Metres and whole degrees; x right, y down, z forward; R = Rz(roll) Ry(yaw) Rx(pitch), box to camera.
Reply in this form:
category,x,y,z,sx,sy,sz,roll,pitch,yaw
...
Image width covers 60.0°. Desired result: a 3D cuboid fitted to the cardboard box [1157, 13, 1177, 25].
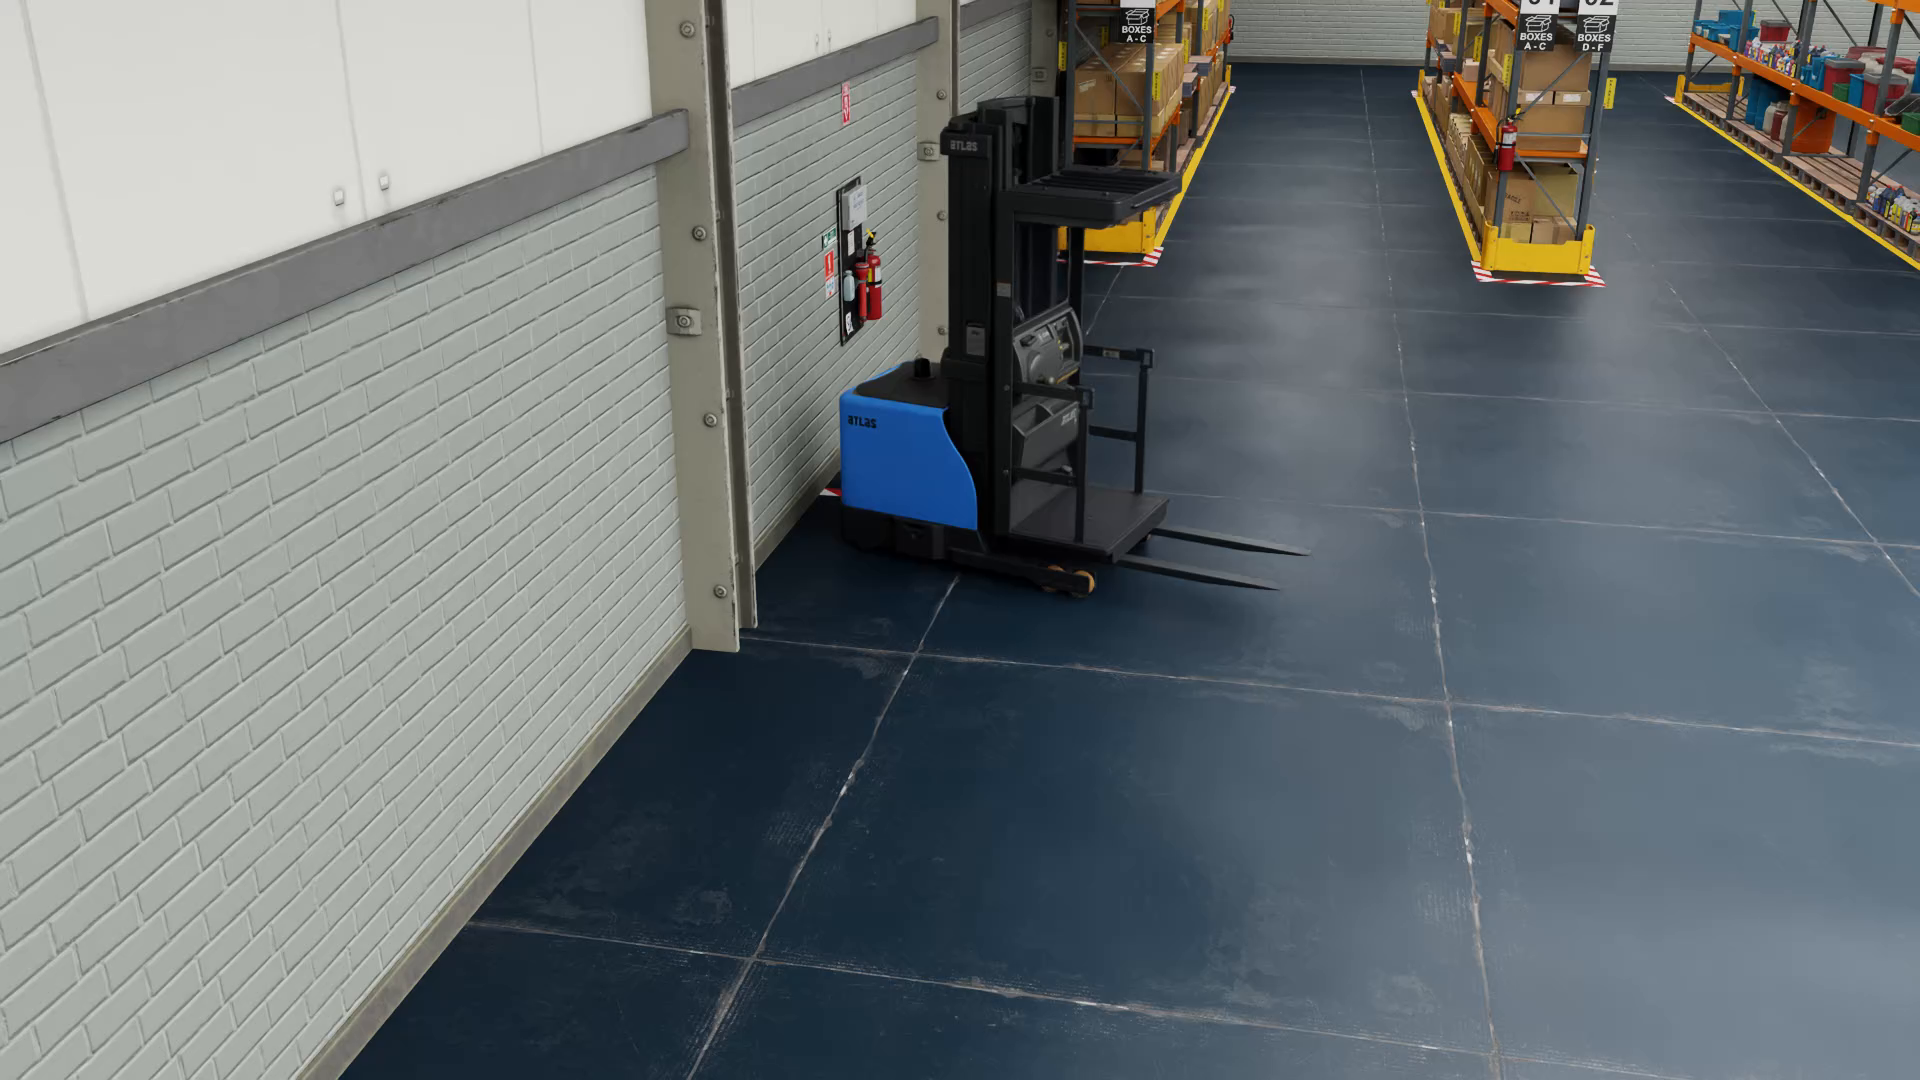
category,x,y,z,sx,sy,sz,roll,pitch,yaw
cardboard box,3.276,-8.115,25.897,0.380,0.149,0.250,1,22,2

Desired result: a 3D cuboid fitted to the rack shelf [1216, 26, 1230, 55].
category,x,y,z,sx,sy,sz,roll,pitch,yaw
rack shelf,4.593,-9.671,32.315,1.077,0.370,4.000,4,22,11

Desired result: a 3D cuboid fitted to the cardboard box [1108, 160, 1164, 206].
category,x,y,z,sx,sy,sz,roll,pitch,yaw
cardboard box,2.280,-4.649,21.638,0.700,0.500,0.500,3,22,8

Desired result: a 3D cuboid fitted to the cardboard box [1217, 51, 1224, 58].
category,x,y,z,sx,sy,sz,roll,pitch,yaw
cardboard box,5.108,-9.748,33.459,0.380,0.149,0.250,4,22,10

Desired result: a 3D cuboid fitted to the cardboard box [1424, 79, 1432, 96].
category,x,y,z,sx,sy,sz,roll,pitch,yaw
cardboard box,9.259,-8.746,32.146,0.500,0.250,0.500,4,22,11

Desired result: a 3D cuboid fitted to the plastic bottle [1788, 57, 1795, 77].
category,x,y,z,sx,sy,sz,roll,pitch,yaw
plastic bottle,12.779,-7.266,25.537,0.061,0.283,0.133,4,22,11

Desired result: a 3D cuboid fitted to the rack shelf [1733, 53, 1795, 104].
category,x,y,z,sx,sy,sz,roll,pitch,yaw
rack shelf,13.475,-7.453,26.808,1.077,0.370,4.000,4,22,11

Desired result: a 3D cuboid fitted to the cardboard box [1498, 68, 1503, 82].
category,x,y,z,sx,sy,sz,roll,pitch,yaw
cardboard box,6.899,-5.764,20.648,0.380,0.149,0.250,4,22,9

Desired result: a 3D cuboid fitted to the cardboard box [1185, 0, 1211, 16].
category,x,y,z,sx,sy,sz,roll,pitch,yaw
cardboard box,3.921,-8.878,27.821,0.500,0.250,0.500,5,22,11

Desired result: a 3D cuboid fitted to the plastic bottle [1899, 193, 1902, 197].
category,x,y,z,sx,sy,sz,roll,pitch,yaw
plastic bottle,11.769,-4.205,20.844,0.097,0.271,0.097,0,22,0

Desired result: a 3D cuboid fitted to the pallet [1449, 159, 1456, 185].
category,x,y,z,sx,sy,sz,roll,pitch,yaw
pallet,7.762,-5.398,24.474,1.003,0.211,1.213,4,22,11

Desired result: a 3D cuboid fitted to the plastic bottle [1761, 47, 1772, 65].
category,x,y,z,sx,sy,sz,roll,pitch,yaw
plastic bottle,13.180,-7.897,27.113,0.152,0.276,0.135,4,22,11

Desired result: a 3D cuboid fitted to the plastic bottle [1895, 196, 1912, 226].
category,x,y,z,sx,sy,sz,roll,pitch,yaw
plastic bottle,11.517,-4.012,20.257,0.144,0.351,0.185,5,23,13

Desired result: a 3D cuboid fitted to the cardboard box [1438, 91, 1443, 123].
category,x,y,z,sx,sy,sz,roll,pitch,yaw
cardboard box,8.491,-7.406,28.483,0.500,0.500,0.500,5,22,12

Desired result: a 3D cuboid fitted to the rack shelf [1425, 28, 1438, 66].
category,x,y,z,sx,sy,sz,roll,pitch,yaw
rack shelf,9.443,-9.295,31.381,1.077,0.370,4.000,4,22,11

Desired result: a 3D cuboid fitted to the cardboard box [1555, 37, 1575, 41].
category,x,y,z,sx,sy,sz,roll,pitch,yaw
cardboard box,6.807,-5.539,19.221,0.700,0.500,0.500,4,22,10

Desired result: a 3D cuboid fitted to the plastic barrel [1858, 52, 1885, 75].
category,x,y,z,sx,sy,sz,roll,pitch,yaw
plastic barrel,13.066,-6.715,23.862,0.421,0.512,0.421,0,22,0

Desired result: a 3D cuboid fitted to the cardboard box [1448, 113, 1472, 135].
category,x,y,z,sx,sy,sz,roll,pitch,yaw
cardboard box,7.824,-6.445,25.709,0.500,0.311,0.500,5,23,13

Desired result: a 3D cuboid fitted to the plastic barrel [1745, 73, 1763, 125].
category,x,y,z,sx,sy,sz,roll,pitch,yaw
plastic barrel,13.756,-7.542,28.312,0.600,0.901,0.708,4,22,11

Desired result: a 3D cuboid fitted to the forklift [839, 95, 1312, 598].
category,x,y,z,sx,sy,sz,roll,pitch,yaw
forklift,0.740,-1.224,10.468,3.031,2.935,1.130,11,24,25

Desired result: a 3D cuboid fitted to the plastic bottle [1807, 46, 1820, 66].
category,x,y,z,sx,sy,sz,roll,pitch,yaw
plastic bottle,13.615,-7.694,26.508,0.144,0.351,0.185,4,22,11

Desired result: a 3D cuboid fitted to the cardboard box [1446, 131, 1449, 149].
category,x,y,z,sx,sy,sz,roll,pitch,yaw
cardboard box,7.824,-6.185,25.813,0.500,0.250,0.500,4,22,11

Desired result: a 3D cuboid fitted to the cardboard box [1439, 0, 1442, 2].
category,x,y,z,sx,sy,sz,roll,pitch,yaw
cardboard box,8.987,-9.800,30.199,0.500,0.500,0.500,4,22,10

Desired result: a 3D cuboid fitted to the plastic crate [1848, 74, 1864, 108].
category,x,y,z,sx,sy,sz,roll,pitch,yaw
plastic crate,12.172,-6.012,22.289,0.392,0.384,0.575,4,22,11

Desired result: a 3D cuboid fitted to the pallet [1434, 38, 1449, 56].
category,x,y,z,sx,sy,sz,roll,pitch,yaw
pallet,8.765,-8.524,28.761,1.003,0.211,1.213,4,22,11

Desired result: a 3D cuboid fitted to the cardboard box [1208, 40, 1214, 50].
category,x,y,z,sx,sy,sz,roll,pitch,yaw
cardboard box,4.271,-8.735,29.336,0.380,0.149,0.250,4,22,11

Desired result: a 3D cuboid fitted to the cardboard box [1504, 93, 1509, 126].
category,x,y,z,sx,sy,sz,roll,pitch,yaw
cardboard box,6.904,-5.098,19.864,0.700,0.500,0.500,5,22,11

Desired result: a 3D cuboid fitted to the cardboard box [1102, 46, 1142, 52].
category,x,y,z,sx,sy,sz,roll,pitch,yaw
cardboard box,2.143,-6.291,22.128,0.500,0.500,0.500,4,22,11

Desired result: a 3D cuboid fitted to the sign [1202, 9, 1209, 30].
category,x,y,z,sx,sy,sz,roll,pitch,yaw
sign,3.902,-8.273,26.437,0.100,0.325,0.005,4,22,11

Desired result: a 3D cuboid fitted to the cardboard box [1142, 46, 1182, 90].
category,x,y,z,sx,sy,sz,roll,pitch,yaw
cardboard box,2.662,-6.256,22.042,0.500,0.500,0.500,4,22,11

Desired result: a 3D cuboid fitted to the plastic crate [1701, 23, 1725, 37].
category,x,y,z,sx,sy,sz,roll,pitch,yaw
plastic crate,14.193,-9.626,31.382,0.416,0.233,0.300,4,22,11

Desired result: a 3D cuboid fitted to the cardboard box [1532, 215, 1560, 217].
category,x,y,z,sx,sy,sz,roll,pitch,yaw
cardboard box,7.012,-3.790,19.868,0.500,0.250,0.500,4,22,11

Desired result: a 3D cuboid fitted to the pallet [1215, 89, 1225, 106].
category,x,y,z,sx,sy,sz,roll,pitch,yaw
pallet,4.663,-8.700,32.673,1.003,0.211,1.213,4,22,11

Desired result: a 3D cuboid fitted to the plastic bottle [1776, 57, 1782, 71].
category,x,y,z,sx,sy,sz,roll,pitch,yaw
plastic bottle,12.960,-7.518,26.272,0.097,0.201,0.097,0,22,0

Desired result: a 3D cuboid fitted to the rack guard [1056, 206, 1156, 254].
category,x,y,z,sx,sy,sz,roll,pitch,yaw
rack guard,1.752,-3.753,20.004,1.175,0.500,0.348,4,22,11

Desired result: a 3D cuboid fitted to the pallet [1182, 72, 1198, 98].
category,x,y,z,sx,sy,sz,roll,pitch,yaw
pallet,2.851,-6.527,23.803,1.003,0.211,1.213,4,22,11

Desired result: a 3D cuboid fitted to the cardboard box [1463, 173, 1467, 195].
category,x,y,z,sx,sy,sz,roll,pitch,yaw
cardboard box,7.011,-4.745,22.237,0.500,0.250,0.500,4,22,11

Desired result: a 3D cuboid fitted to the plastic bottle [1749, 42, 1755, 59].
category,x,y,z,sx,sy,sz,roll,pitch,yaw
plastic bottle,13.338,-8.229,27.944,0.097,0.271,0.097,0,22,0

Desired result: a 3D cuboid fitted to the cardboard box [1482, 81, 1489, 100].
category,x,y,z,sx,sy,sz,roll,pitch,yaw
cardboard box,7.402,-6.245,23.024,0.396,0.266,0.258,4,22,10

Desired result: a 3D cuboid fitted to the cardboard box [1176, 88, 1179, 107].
category,x,y,z,sx,sy,sz,roll,pitch,yaw
cardboard box,2.643,-5.910,22.186,0.500,0.250,0.500,5,22,11

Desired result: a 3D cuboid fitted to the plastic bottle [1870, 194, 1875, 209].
category,x,y,z,sx,sy,sz,roll,pitch,yaw
plastic bottle,11.715,-4.341,21.274,0.097,0.201,0.097,0,22,0

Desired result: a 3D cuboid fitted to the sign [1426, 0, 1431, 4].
category,x,y,z,sx,sy,sz,roll,pitch,yaw
sign,9.320,-10.803,33.004,0.100,0.325,0.005,4,22,11

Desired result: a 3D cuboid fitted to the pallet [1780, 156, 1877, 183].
category,x,y,z,sx,sy,sz,roll,pitch,yaw
pallet,12.871,-5.482,24.682,1.003,0.211,1.213,4,22,11

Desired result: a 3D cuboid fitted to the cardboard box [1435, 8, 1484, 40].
category,x,y,z,sx,sy,sz,roll,pitch,yaw
cardboard box,8.719,-8.982,28.946,0.700,0.500,0.500,-3,22,-7

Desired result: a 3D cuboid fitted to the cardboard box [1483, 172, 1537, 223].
category,x,y,z,sx,sy,sz,roll,pitch,yaw
cardboard box,6.405,-3.995,19.372,0.500,0.500,0.500,4,22,11

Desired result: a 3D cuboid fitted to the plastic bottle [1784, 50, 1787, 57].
category,x,y,z,sx,sy,sz,roll,pitch,yaw
plastic bottle,13.144,-7.657,26.506,0.061,0.283,0.133,4,22,11

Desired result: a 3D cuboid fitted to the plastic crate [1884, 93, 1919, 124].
category,x,y,z,sx,sy,sz,roll,pitch,yaw
plastic crate,12.020,-5.382,20.785,0.767,0.338,0.504,4,22,11

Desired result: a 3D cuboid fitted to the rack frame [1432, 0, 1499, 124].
category,x,y,z,sx,sy,sz,roll,pitch,yaw
rack frame,9.035,-8.897,29.431,1.000,3.000,0.127,4,22,11

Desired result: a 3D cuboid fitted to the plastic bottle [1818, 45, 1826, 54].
category,x,y,z,sx,sy,sz,roll,pitch,yaw
plastic bottle,13.791,-7.732,26.602,0.144,0.351,0.185,4,22,11

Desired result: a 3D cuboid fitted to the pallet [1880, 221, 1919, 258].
category,x,y,z,sx,sy,sz,roll,pitch,yaw
pallet,11.826,-3.609,20.033,1.003,0.211,1.213,4,22,11

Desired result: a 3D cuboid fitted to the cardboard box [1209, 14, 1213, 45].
category,x,y,z,sx,sy,sz,roll,pitch,yaw
cardboard box,4.035,-8.726,28.446,0.500,0.500,0.500,5,22,12

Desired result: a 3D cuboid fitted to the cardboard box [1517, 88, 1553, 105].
category,x,y,z,sx,sy,sz,roll,pitch,yaw
cardboard box,6.478,-5.010,18.777,0.380,0.149,0.250,4,22,10

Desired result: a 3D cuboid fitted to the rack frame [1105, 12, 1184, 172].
category,x,y,z,sx,sy,sz,roll,pitch,yaw
rack frame,2.552,-6.348,23.100,1.000,3.000,0.127,4,22,11

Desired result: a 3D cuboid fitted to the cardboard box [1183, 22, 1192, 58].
category,x,y,z,sx,sy,sz,roll,pitch,yaw
cardboard box,3.283,-7.889,26.203,0.700,0.500,0.500,2,22,5

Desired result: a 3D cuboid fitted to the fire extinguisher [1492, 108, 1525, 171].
category,x,y,z,sx,sy,sz,roll,pitch,yaw
fire extinguisher,6.108,-4.465,18.529,0.296,0.674,0.183,4,22,11

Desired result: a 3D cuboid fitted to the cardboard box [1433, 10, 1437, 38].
category,x,y,z,sx,sy,sz,roll,pitch,yaw
cardboard box,9.194,-9.709,31.313,0.500,0.500,0.500,5,22,12
